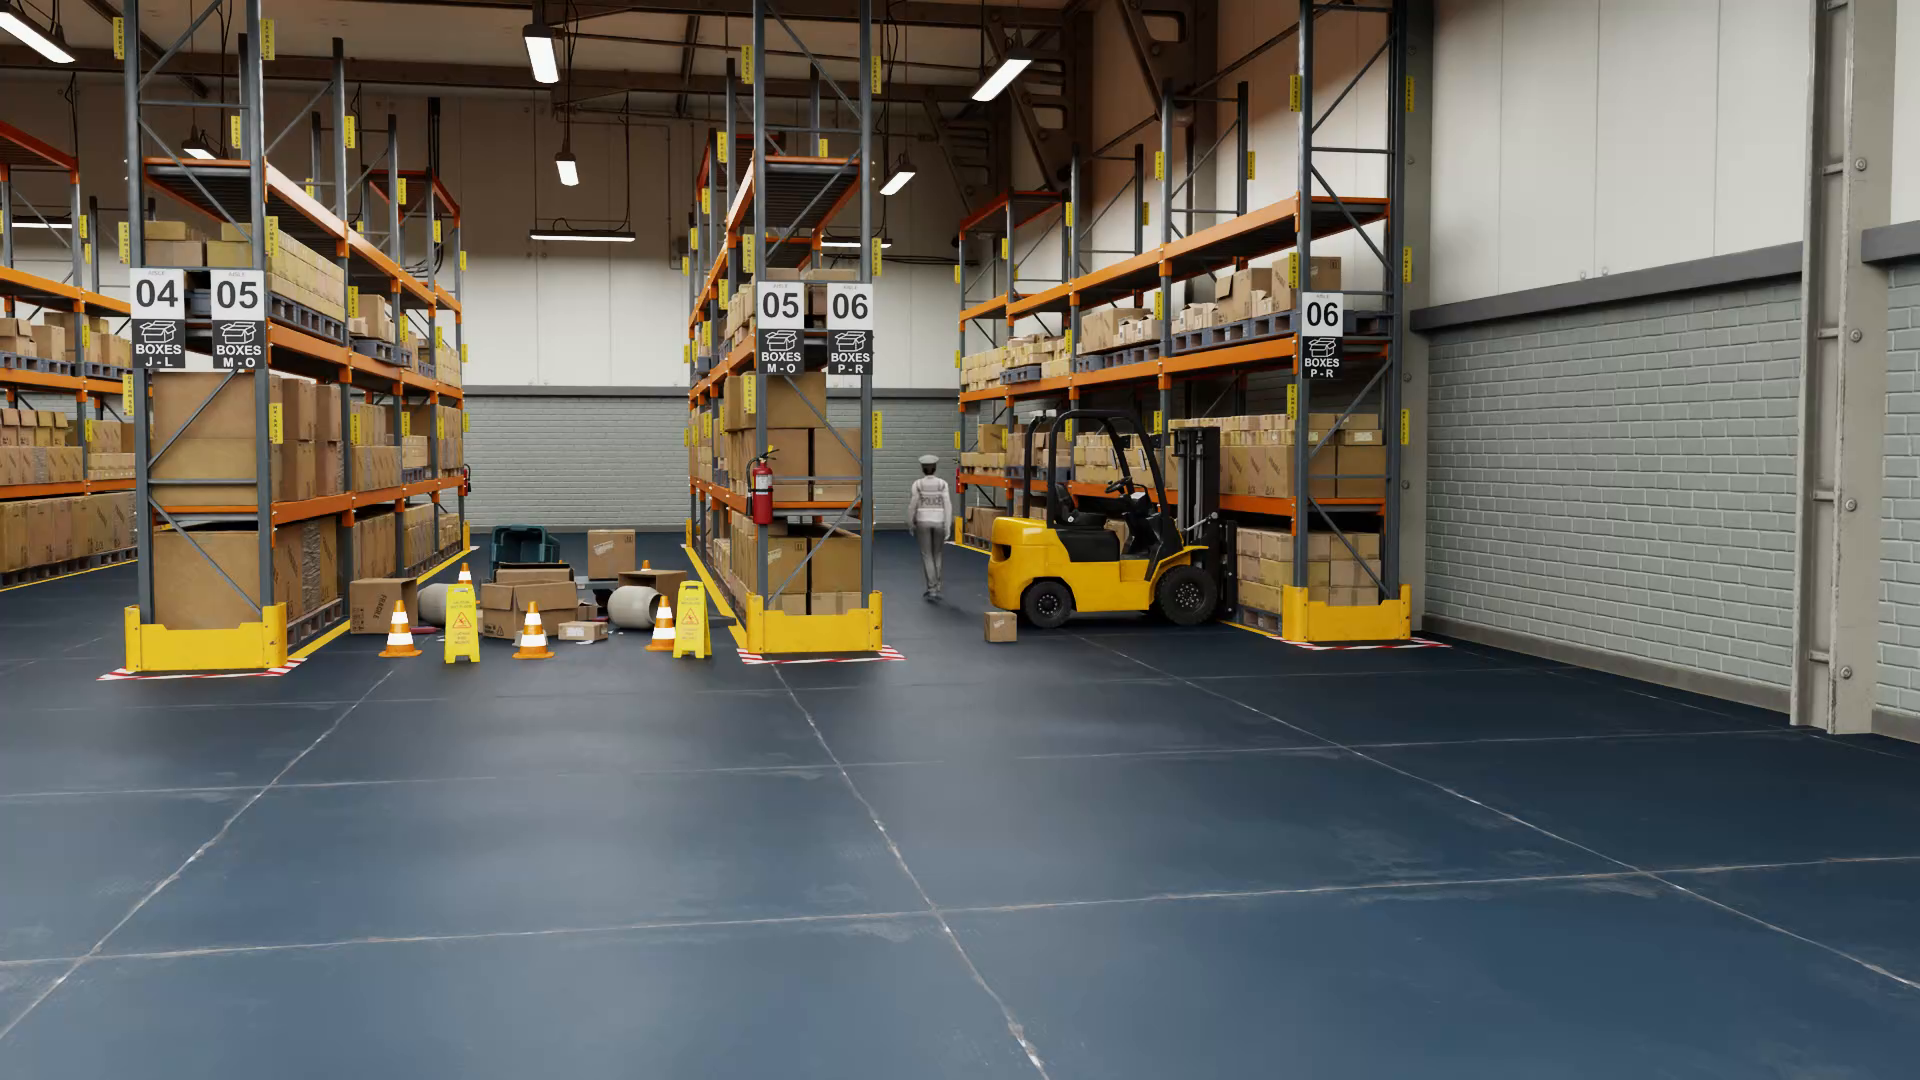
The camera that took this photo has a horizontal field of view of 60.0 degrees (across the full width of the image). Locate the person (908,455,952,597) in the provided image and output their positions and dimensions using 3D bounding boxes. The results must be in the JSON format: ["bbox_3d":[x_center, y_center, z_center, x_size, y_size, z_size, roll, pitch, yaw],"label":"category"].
[{"bbox_3d":[-0.367,-0.134,19.603,0.497,1.737,0.660,-1,3,-15],"label":"person"}]
